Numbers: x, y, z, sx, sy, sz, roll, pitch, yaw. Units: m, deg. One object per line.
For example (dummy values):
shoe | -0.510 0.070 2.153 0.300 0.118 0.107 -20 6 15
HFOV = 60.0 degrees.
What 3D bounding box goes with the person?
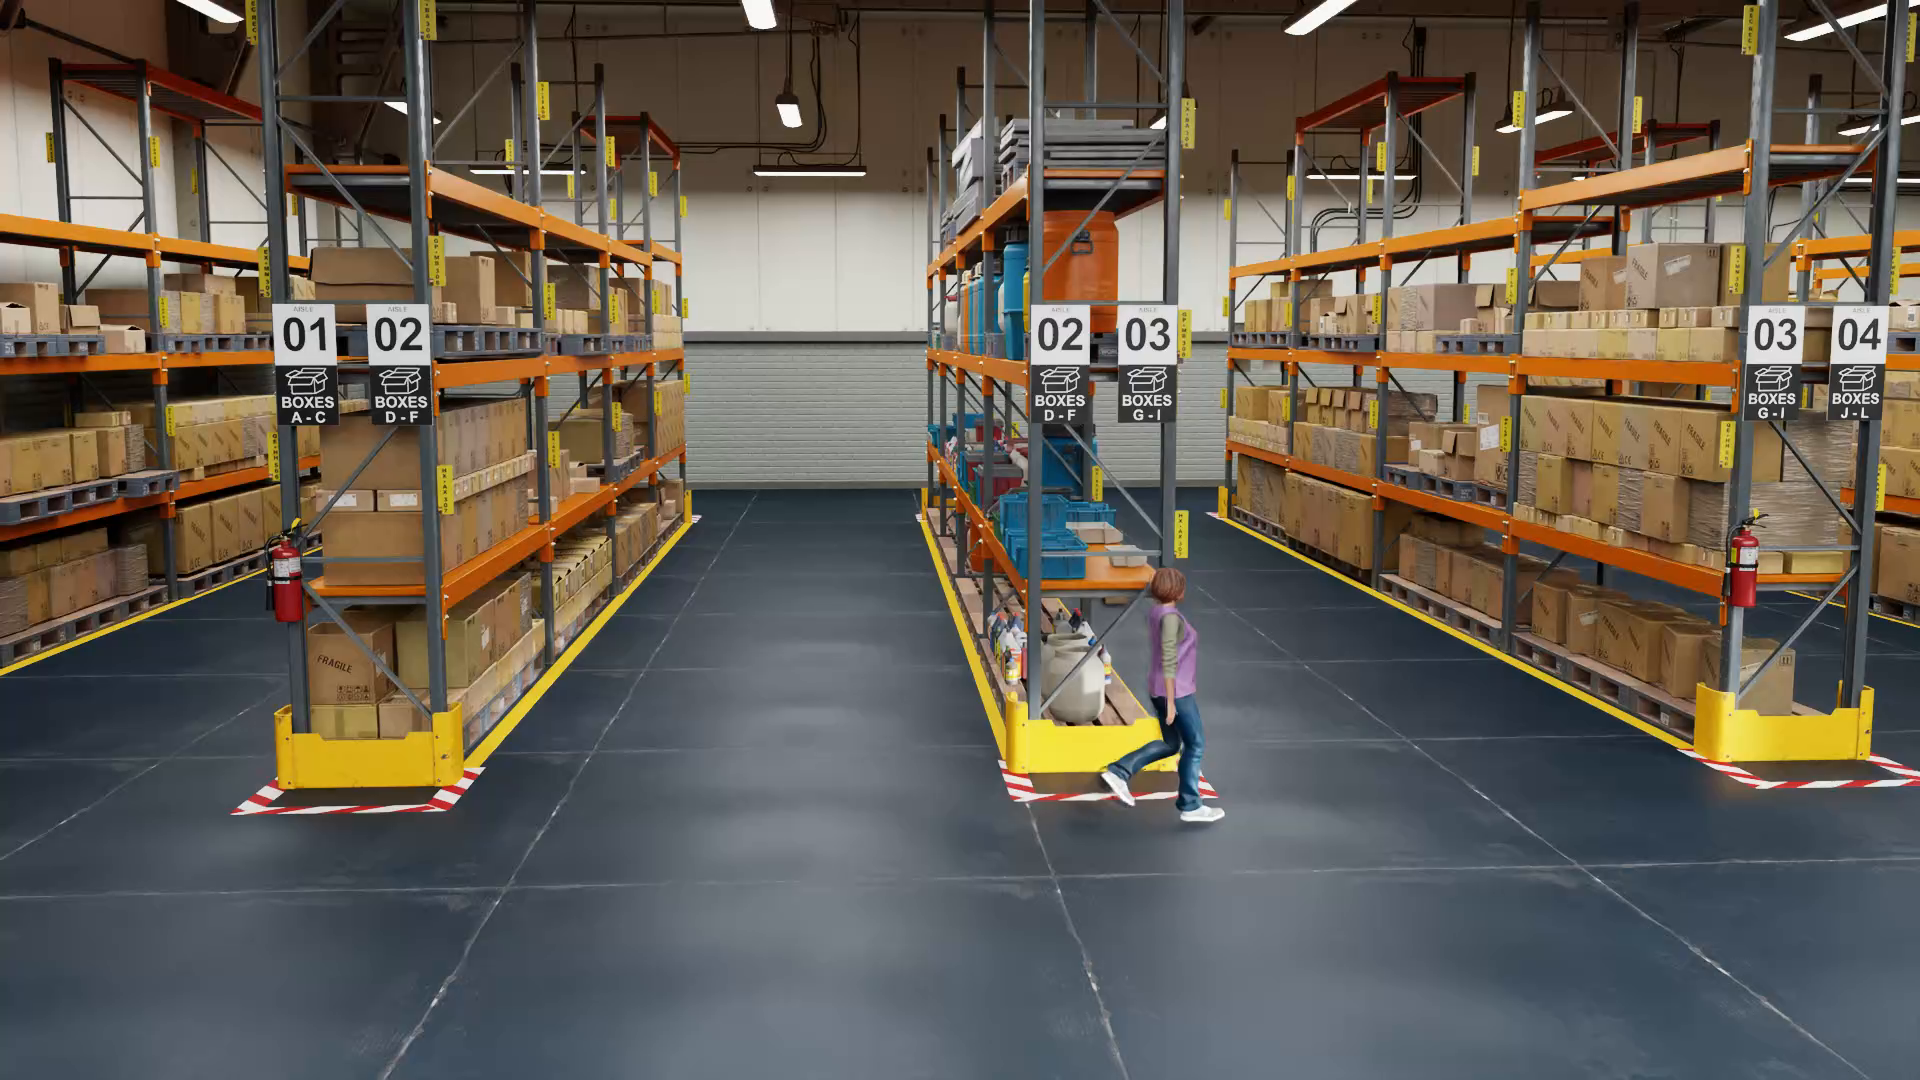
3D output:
person | 1.253 0.942 10.226 0.741 1.566 0.442 -1 7 -7
